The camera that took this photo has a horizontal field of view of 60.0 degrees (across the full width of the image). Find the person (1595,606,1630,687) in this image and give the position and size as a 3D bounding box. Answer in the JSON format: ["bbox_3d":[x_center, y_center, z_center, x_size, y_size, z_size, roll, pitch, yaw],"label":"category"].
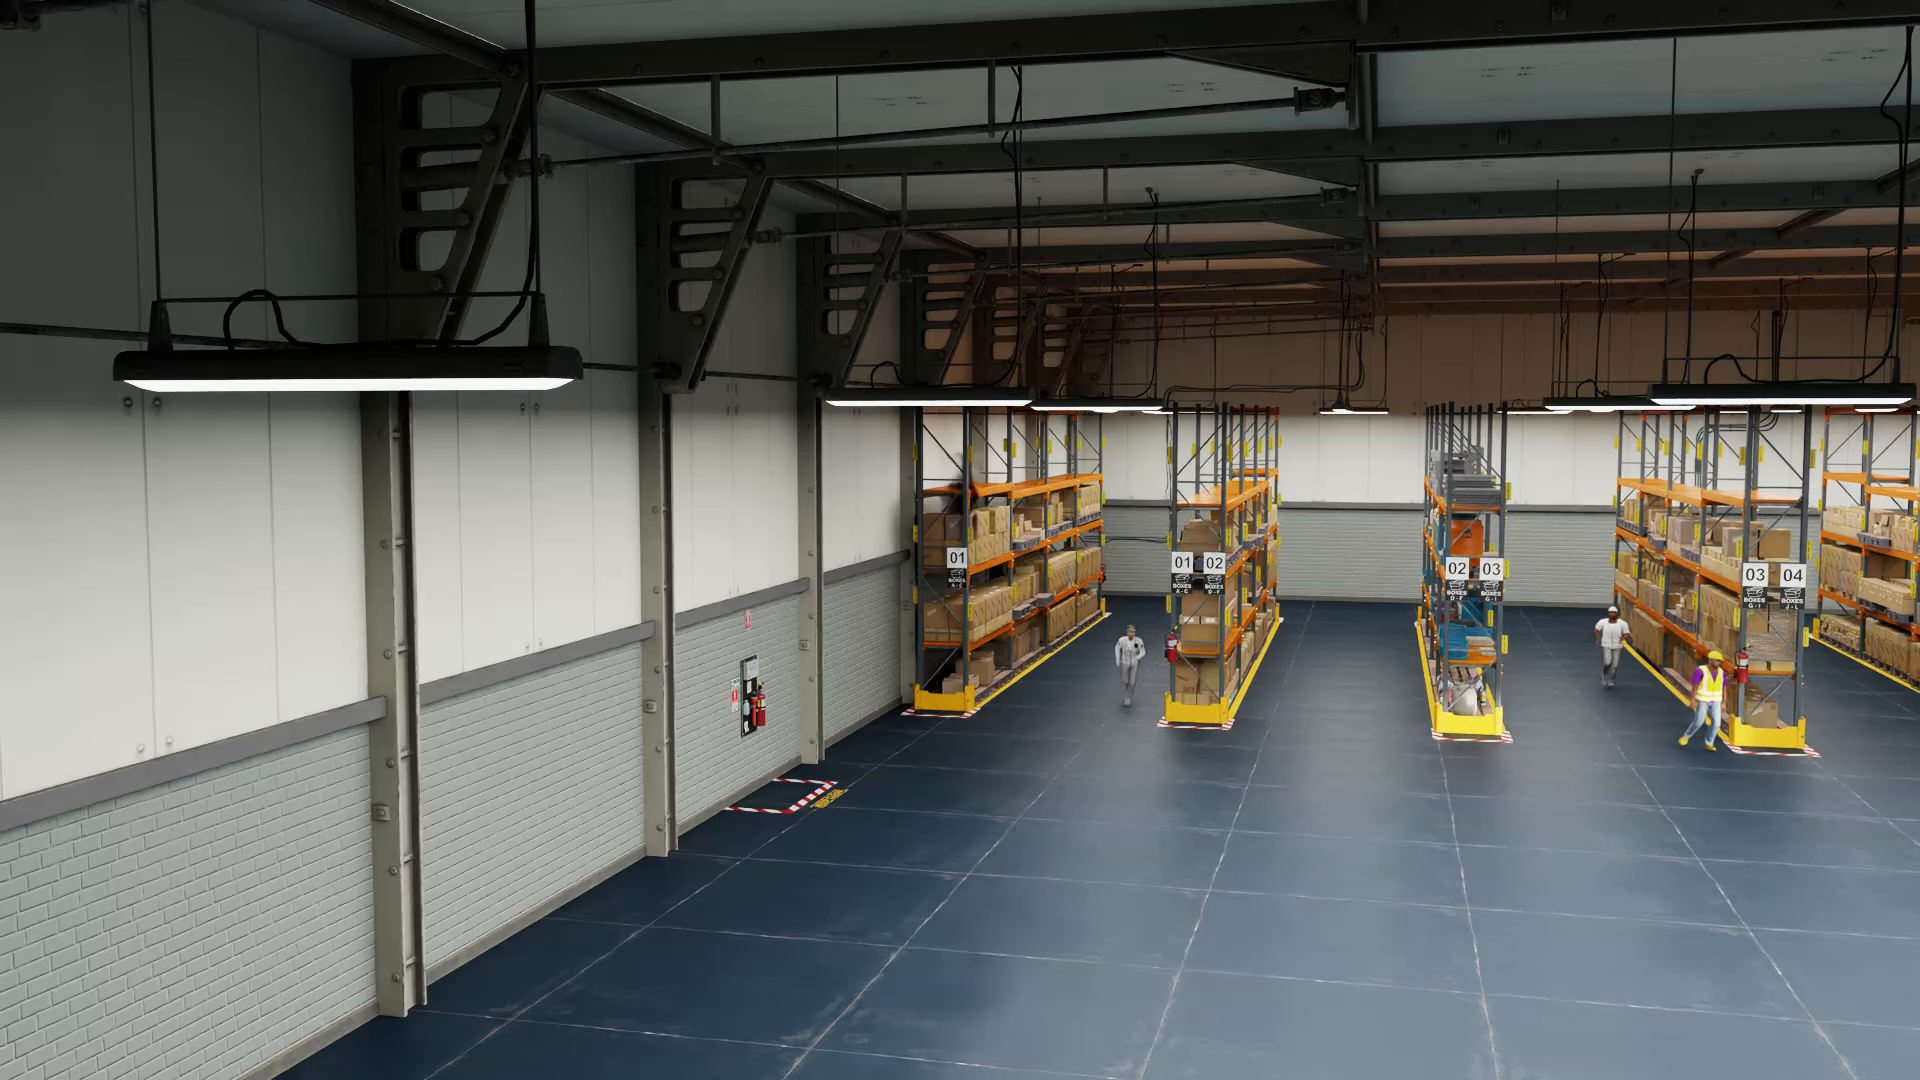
[{"bbox_3d":[13.742,2.254,35.031,0.673,1.722,0.653,1,4,16],"label":"person"}]

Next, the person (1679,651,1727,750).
[{"bbox_3d":[12.778,2.740,28.555,0.690,1.726,0.601,0,4,-3],"label":"person"}]

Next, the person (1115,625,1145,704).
[{"bbox_3d":[3.391,2.470,33.074,0.575,1.610,0.637,0,4,-2],"label":"person"}]
